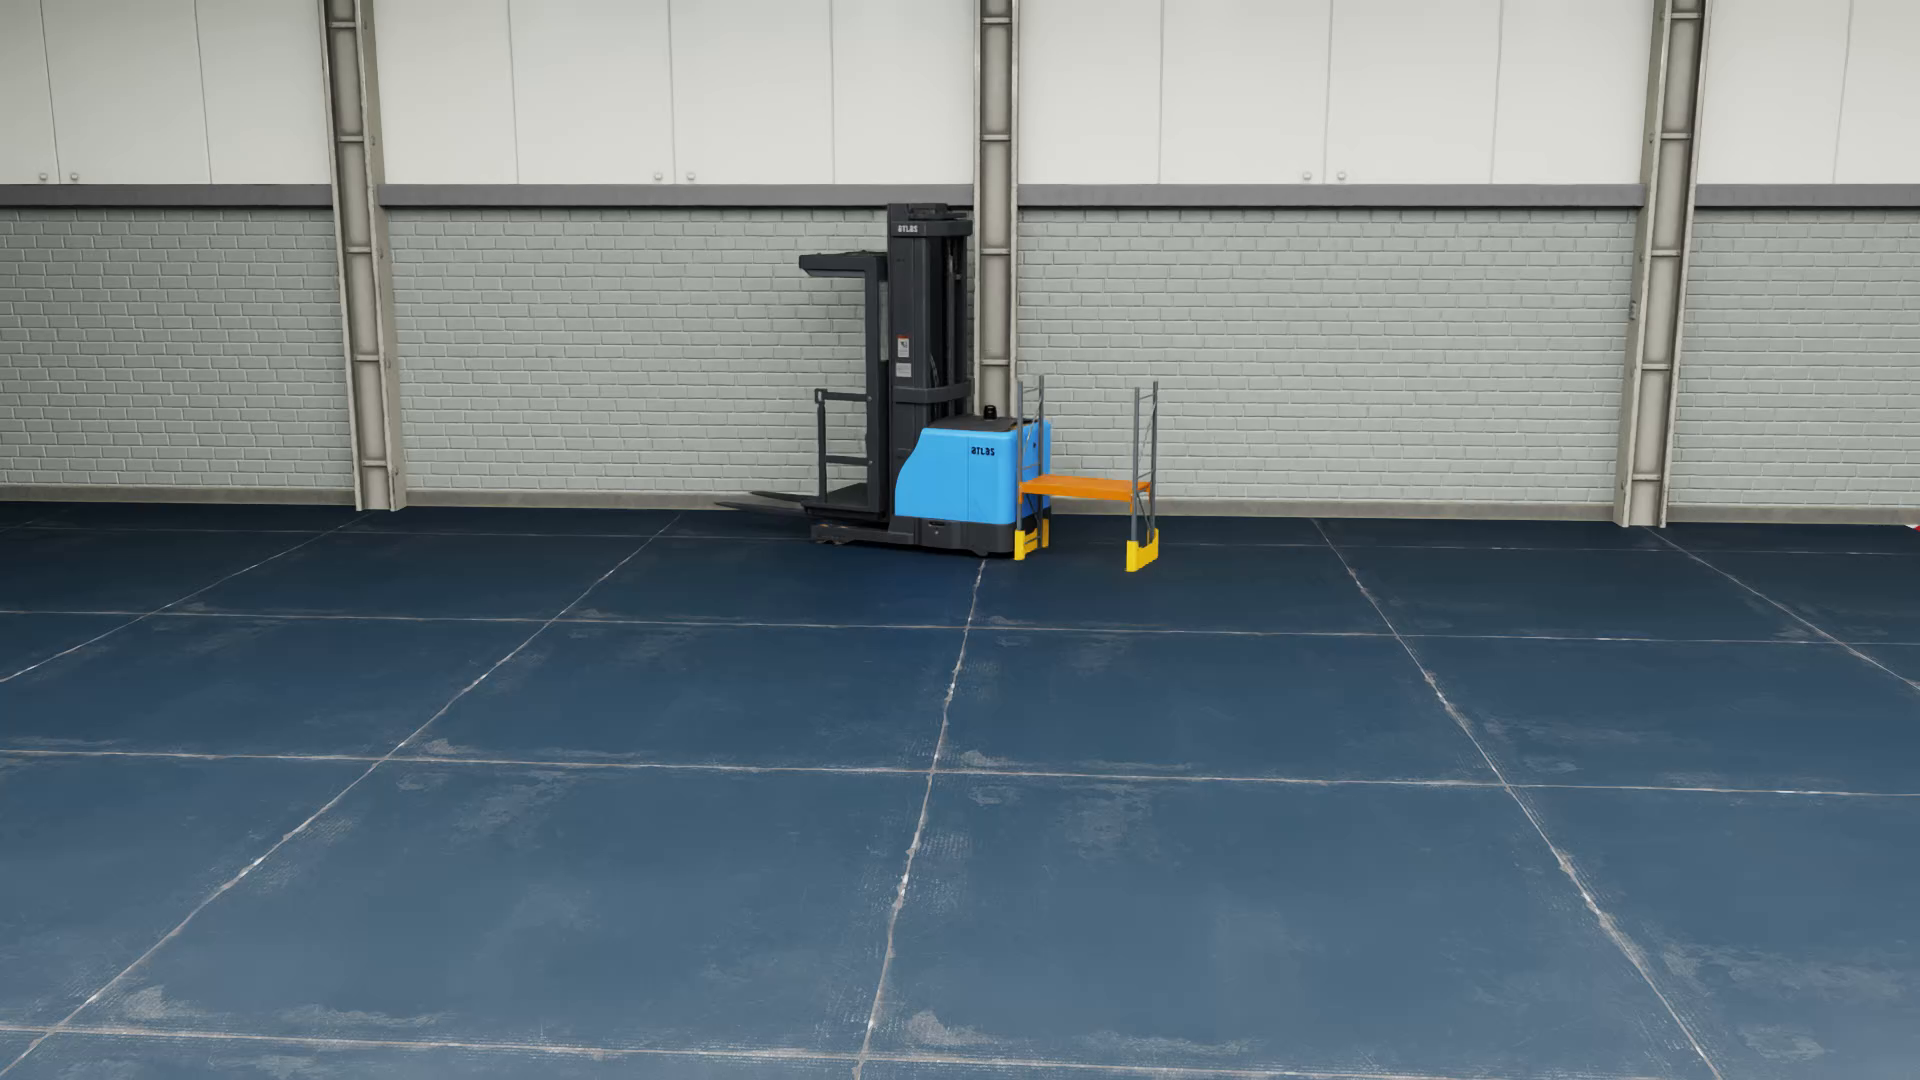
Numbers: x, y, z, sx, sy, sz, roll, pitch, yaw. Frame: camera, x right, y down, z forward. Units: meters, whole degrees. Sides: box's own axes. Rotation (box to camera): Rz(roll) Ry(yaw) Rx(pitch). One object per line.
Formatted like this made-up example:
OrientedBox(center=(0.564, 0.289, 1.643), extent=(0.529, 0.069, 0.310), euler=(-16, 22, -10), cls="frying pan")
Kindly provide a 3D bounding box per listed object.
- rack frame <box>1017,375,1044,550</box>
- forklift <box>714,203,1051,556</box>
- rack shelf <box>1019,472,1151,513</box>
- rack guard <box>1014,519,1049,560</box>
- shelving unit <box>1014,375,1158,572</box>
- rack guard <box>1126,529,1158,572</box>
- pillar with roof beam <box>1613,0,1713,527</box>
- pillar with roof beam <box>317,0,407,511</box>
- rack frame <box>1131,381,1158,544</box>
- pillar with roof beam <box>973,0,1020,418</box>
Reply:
OrientedBox(center=(0.595, -0.621, 14.072), extent=(0.032, 1.500, 0.500), euler=(6, 13, 25), cls="rack frame")
OrientedBox(center=(-0.750, -1.479, 14.681), extent=(3.031, 2.935, 1.130), euler=(6, 13, 25), cls="forklift")
OrientedBox(center=(1.054, -0.400, 13.896), extent=(1.000, 0.185, 0.538), euler=(6, 13, 25), cls="rack shelf")
OrientedBox(center=(0.612, -0.007, 14.192), extent=(0.087, 0.250, 0.587), euler=(6, 13, 25), cls="rack guard")
OrientedBox(center=(1.062, -0.575, 13.856), extent=(1.083, 1.500, 0.587), euler=(6, 13, 25), cls="shelving unit")
OrientedBox(center=(1.512, 0.080, 13.775), extent=(0.087, 0.250, 0.587), euler=(6, 13, 25), cls="rack guard")
OrientedBox(center=(6.031, -3.675, 10.357), extent=(0.400, 9.000, 9.100), euler=(1, 12, 4), cls="pillar with roof beam")
OrientedBox(center=(-5.942, -3.839, 11.142), extent=(0.400, 9.000, 9.100), euler=(1, 12, 4), cls="pillar with roof beam")
OrientedBox(center=(1.514, -0.532, 13.646), extent=(0.032, 1.500, 0.500), euler=(6, 13, 25), cls="rack frame")
OrientedBox(center=(0.044, -3.757, 10.749), extent=(0.400, 9.000, 9.100), euler=(1, 12, 4), cls="pillar with roof beam")
